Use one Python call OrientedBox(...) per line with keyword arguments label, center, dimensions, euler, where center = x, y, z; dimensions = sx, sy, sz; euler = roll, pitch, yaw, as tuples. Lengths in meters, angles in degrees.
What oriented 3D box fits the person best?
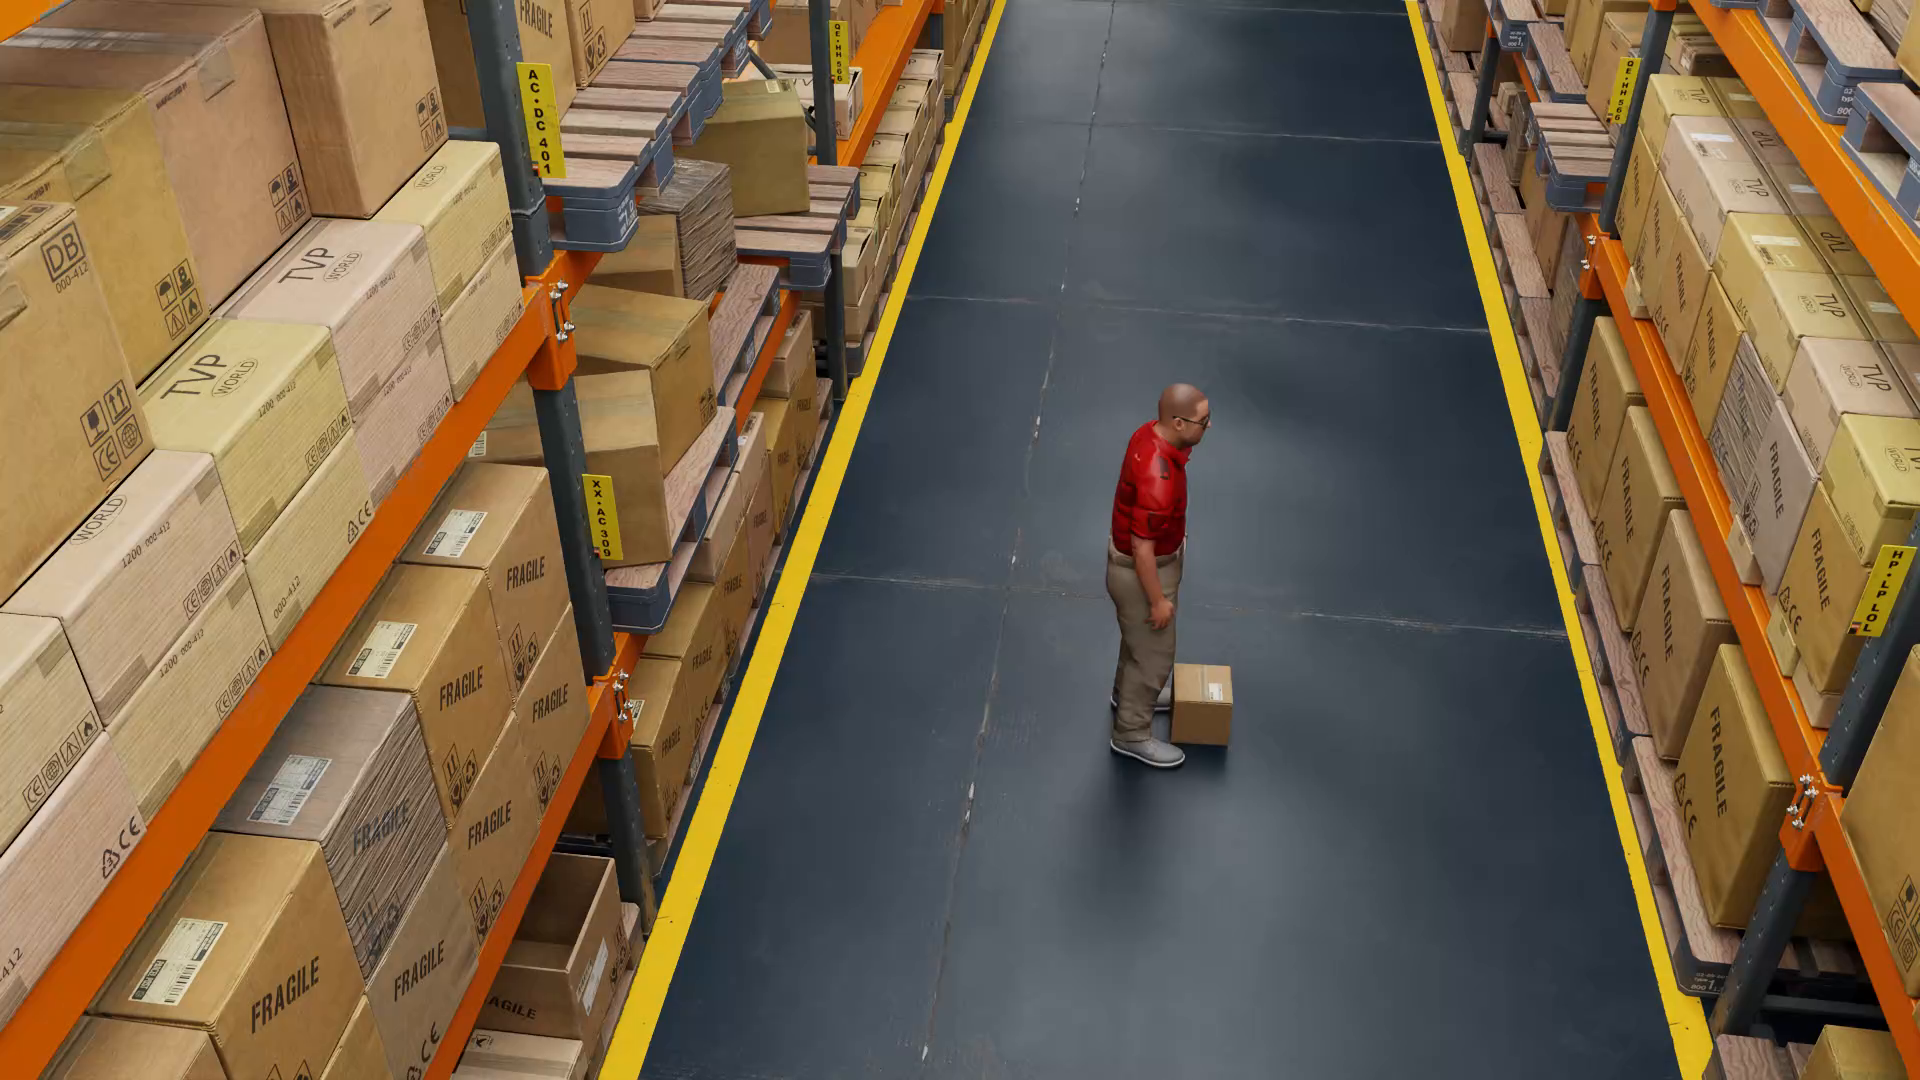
OrientedBox(label="person", center=(0.806, 0.115, 6.893), dimensions=(0.394, 1.727, 0.587), euler=(5, 36, 6))
